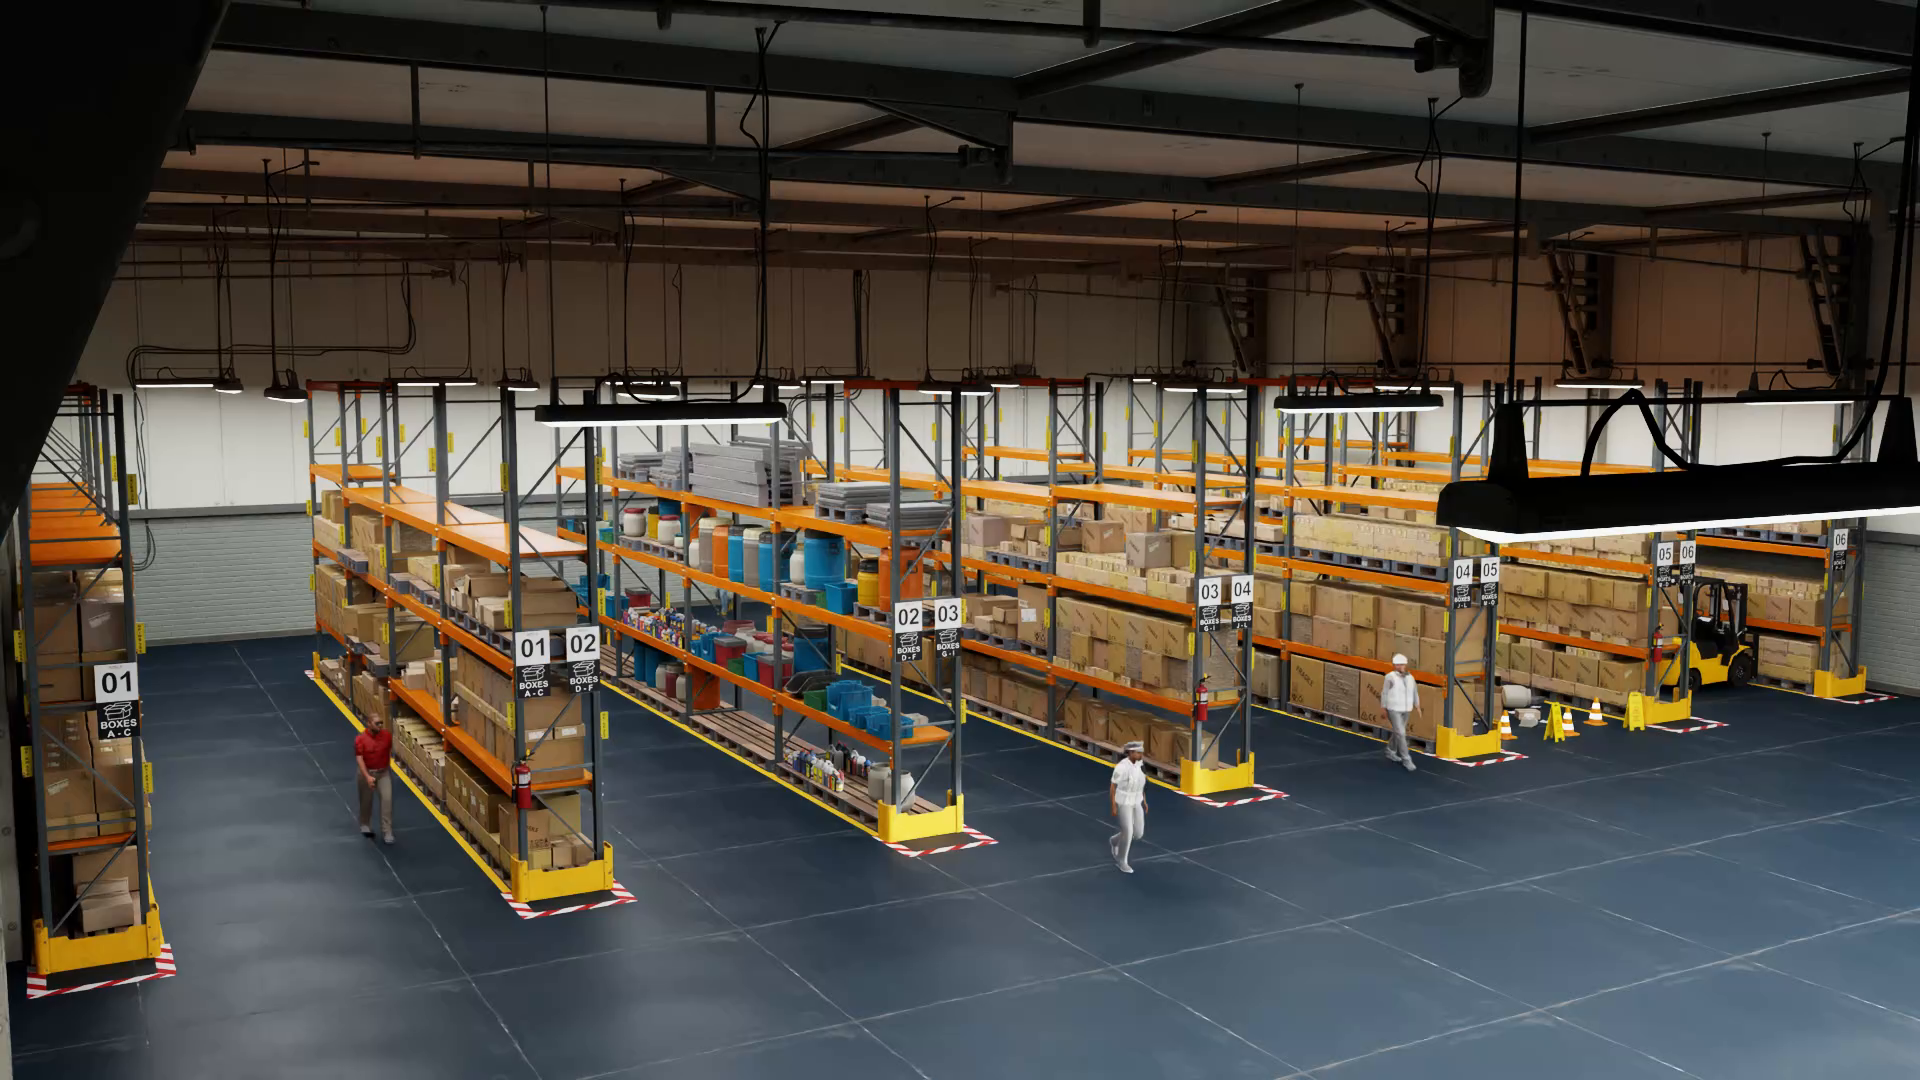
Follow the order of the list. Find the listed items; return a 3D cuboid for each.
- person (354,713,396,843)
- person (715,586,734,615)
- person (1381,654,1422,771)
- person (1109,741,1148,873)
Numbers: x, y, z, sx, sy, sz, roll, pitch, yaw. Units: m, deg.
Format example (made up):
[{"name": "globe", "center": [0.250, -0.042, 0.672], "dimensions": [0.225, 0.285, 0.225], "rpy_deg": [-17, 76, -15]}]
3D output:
[{"name": "person", "center": [-7.770, 3.134, 22.136], "dimensions": [0.528, 1.673, 0.976], "rpy_deg": [-5, 8, -38]}, {"name": "person", "center": [-5.915, 1.002, 41.810], "dimensions": [0.617, 1.750, 0.546], "rpy_deg": [-6, 9, -45]}, {"name": "person", "center": [6.975, 2.666, 26.147], "dimensions": [0.568, 1.752, 0.850], "rpy_deg": [-3, 7, -23]}, {"name": "person", "center": [2.052, 3.303, 20.911], "dimensions": [0.505, 1.651, 0.587], "rpy_deg": [-5, 8, -41]}]
